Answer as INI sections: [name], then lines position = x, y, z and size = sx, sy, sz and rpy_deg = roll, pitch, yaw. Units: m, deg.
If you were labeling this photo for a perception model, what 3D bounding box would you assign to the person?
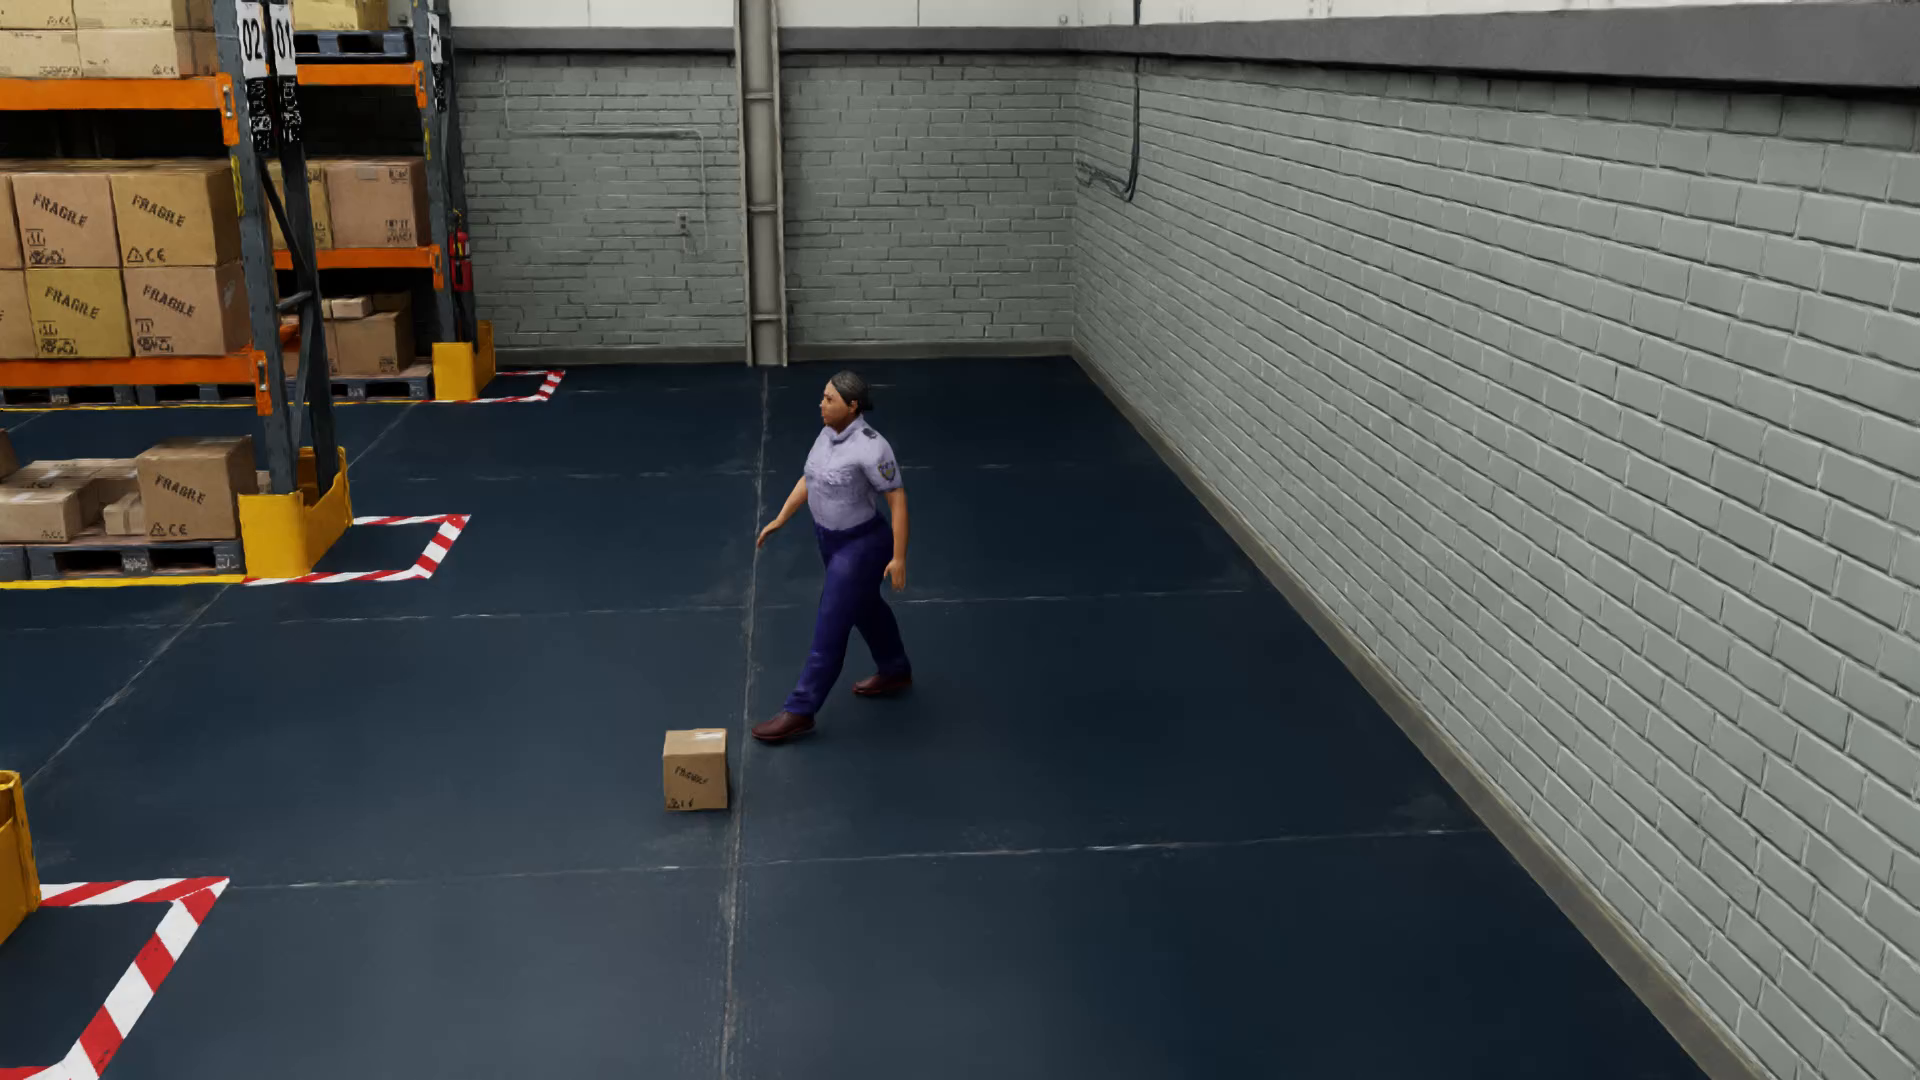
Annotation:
[person]
position = -0.549, 0.042, 7.415
size = 0.940, 1.603, 0.629
rpy_deg = -11, 20, -31
